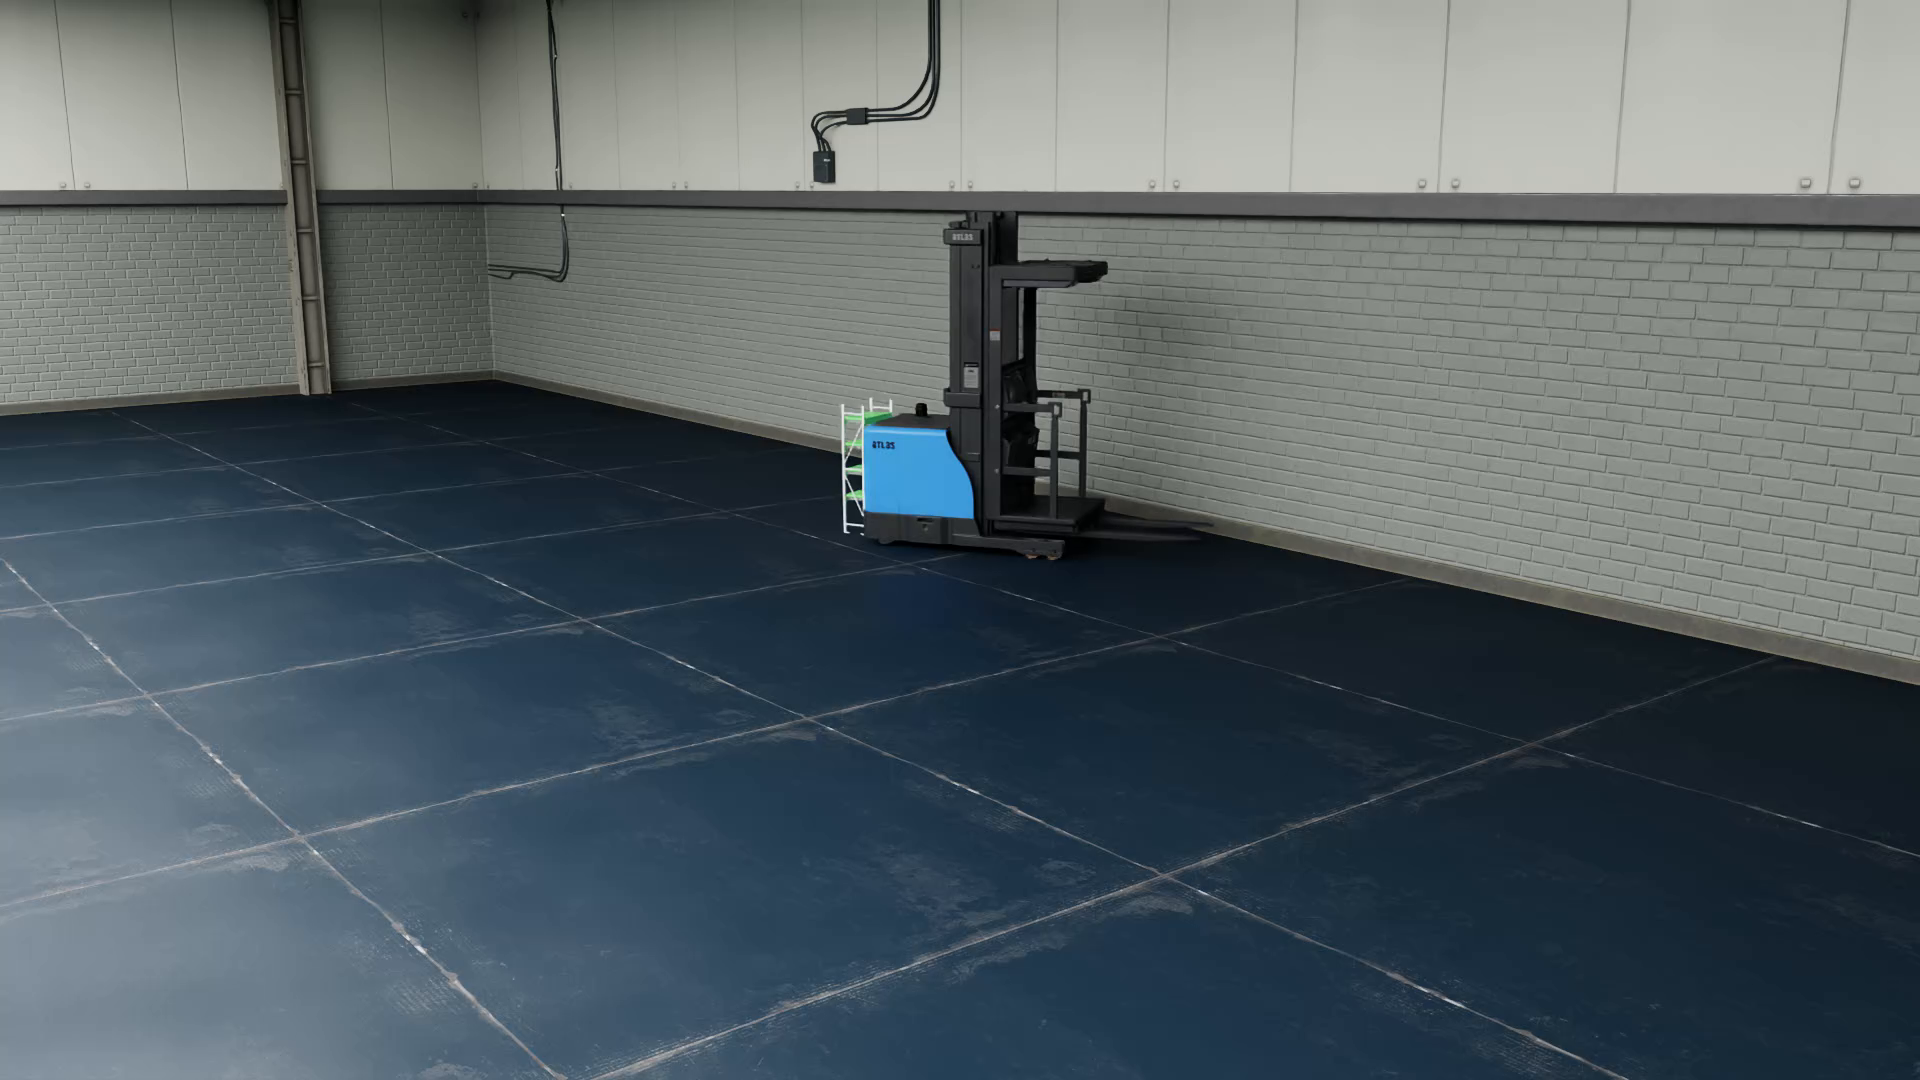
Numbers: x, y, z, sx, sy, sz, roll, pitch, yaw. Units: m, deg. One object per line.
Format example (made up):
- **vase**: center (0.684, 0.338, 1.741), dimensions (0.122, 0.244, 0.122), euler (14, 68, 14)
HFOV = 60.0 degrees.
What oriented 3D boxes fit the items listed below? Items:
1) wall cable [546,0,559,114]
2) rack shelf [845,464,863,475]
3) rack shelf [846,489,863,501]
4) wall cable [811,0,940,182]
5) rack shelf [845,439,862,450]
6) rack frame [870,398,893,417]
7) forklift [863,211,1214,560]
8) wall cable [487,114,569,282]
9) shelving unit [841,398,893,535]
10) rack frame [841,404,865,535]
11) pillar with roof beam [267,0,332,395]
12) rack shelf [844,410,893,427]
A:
- **wall cable**: center (-5.208, -7.364, 23.461), dimensions (0.112, 2.526, 3.097), euler (-9, 15, -38)
- **rack shelf**: center (-0.853, -0.626, 15.492), dimensions (0.258, 0.148, 0.480), euler (6, 14, 29)
- **rack shelf**: center (-0.852, -0.391, 15.541), dimensions (0.258, 0.148, 0.480), euler (6, 14, 29)
- **wall cable**: center (-0.979, -6.973, 18.116), dimensions (0.169, 6.003, 2.305), euler (-9, 15, -38)
- **rack shelf**: center (-0.855, -0.861, 15.443), dimensions (0.258, 0.148, 0.480), euler (6, 14, 29)
- **rack frame**: center (-0.734, -0.733, 15.687), dimensions (0.240, 1.200, 0.015), euler (6, 14, 29)
- **forklift**: center (0.709, -1.386, 14.597), dimensions (3.031, 2.935, 1.130), euler (4, 13, 18)
- **wall cable**: center (-6.898, -5.332, 26.052), dimensions (0.112, 2.526, 3.097), euler (-9, 15, -38)
- **shelving unit**: center (-0.854, -0.689, 15.479), dimensions (0.258, 1.200, 0.503), euler (6, 14, 29)
- **rack frame**: center (-0.974, -0.644, 15.271), dimensions (0.240, 1.200, 0.015), euler (6, 14, 29)
- **pillar with roof beam**: center (-7.335, -5.985, 21.651), dimensions (0.400, 9.000, 9.100), euler (-9, 15, -38)
- **rack shelf**: center (-0.856, -1.096, 15.394), dimensions (0.258, 0.148, 0.480), euler (6, 14, 29)
